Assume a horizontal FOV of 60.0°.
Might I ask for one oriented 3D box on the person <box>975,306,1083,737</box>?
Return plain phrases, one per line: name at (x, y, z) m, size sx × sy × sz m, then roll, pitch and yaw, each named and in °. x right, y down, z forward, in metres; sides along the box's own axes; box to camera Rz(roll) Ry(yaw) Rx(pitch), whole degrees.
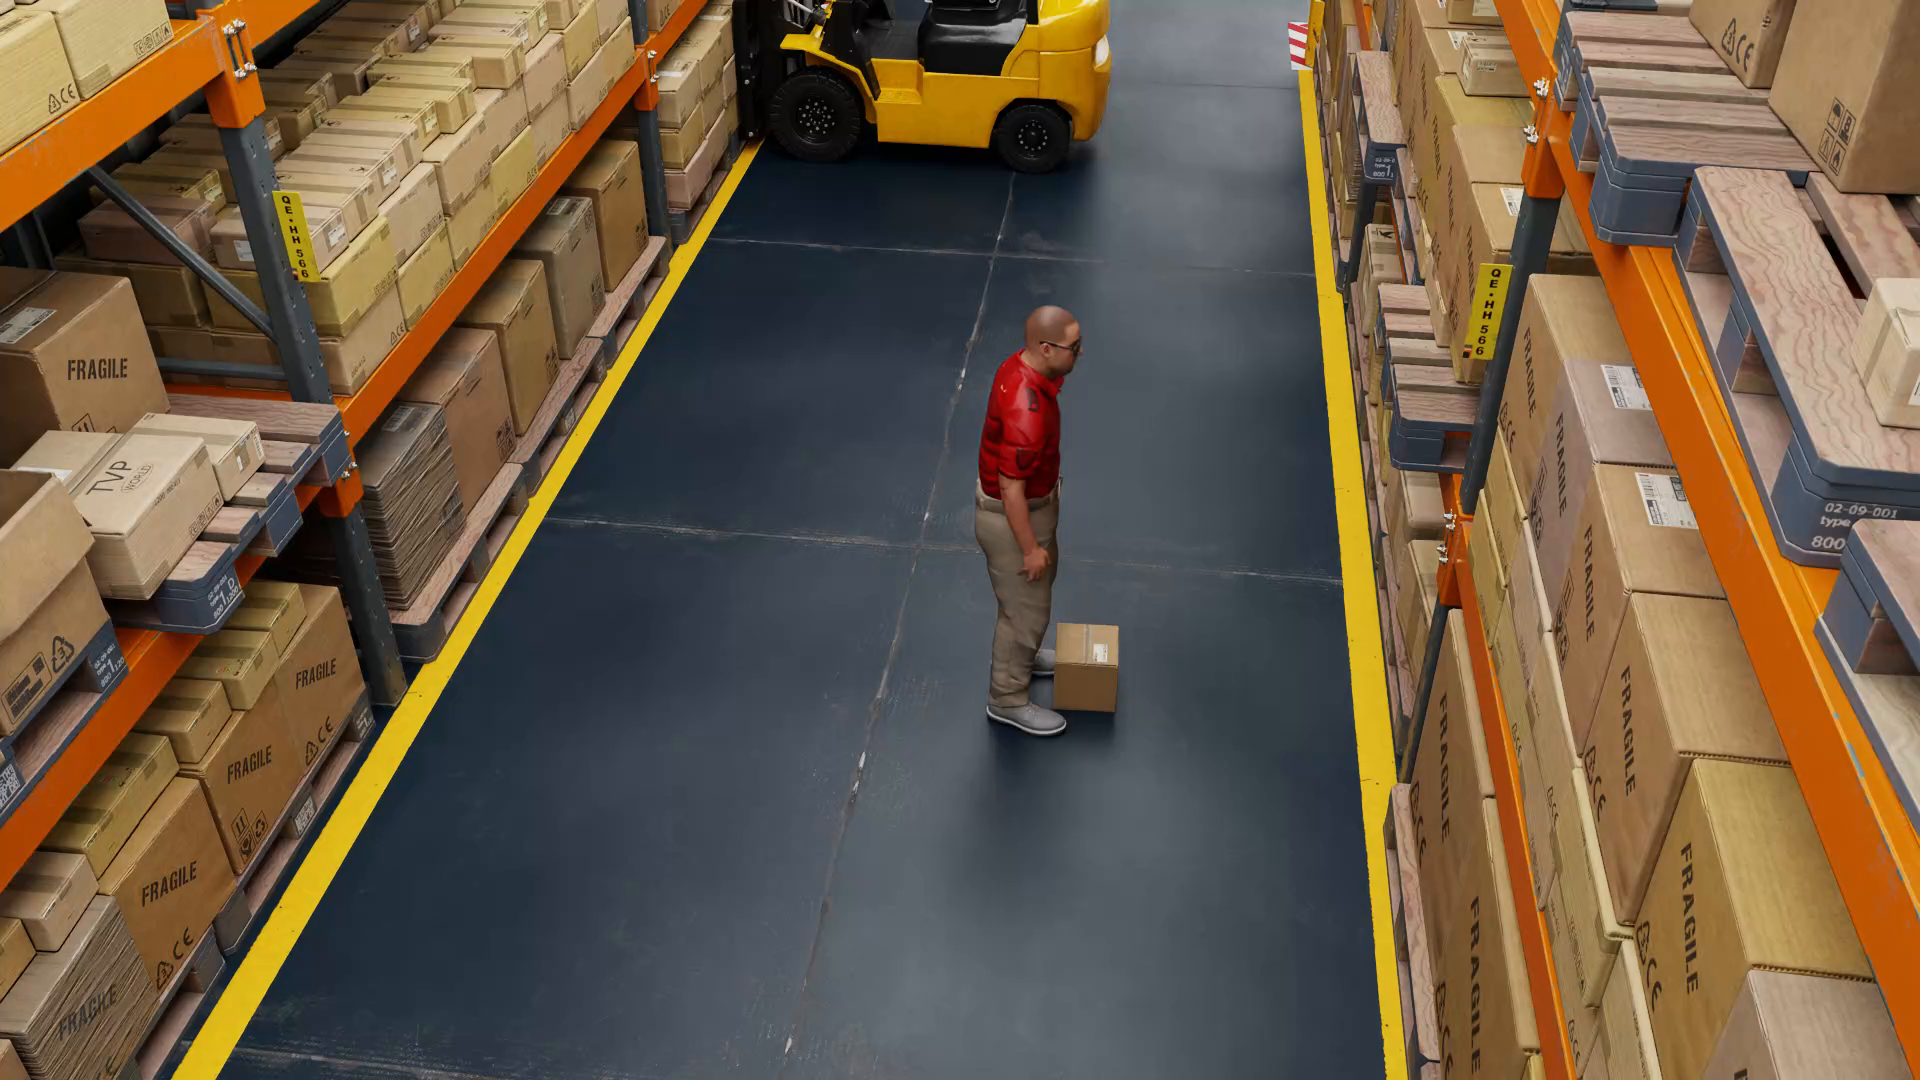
person at (0.254, -0.099, 6.296) m, size 0.384 × 1.727 × 0.595 m, roll 3°, pitch 36°, yaw 5°
